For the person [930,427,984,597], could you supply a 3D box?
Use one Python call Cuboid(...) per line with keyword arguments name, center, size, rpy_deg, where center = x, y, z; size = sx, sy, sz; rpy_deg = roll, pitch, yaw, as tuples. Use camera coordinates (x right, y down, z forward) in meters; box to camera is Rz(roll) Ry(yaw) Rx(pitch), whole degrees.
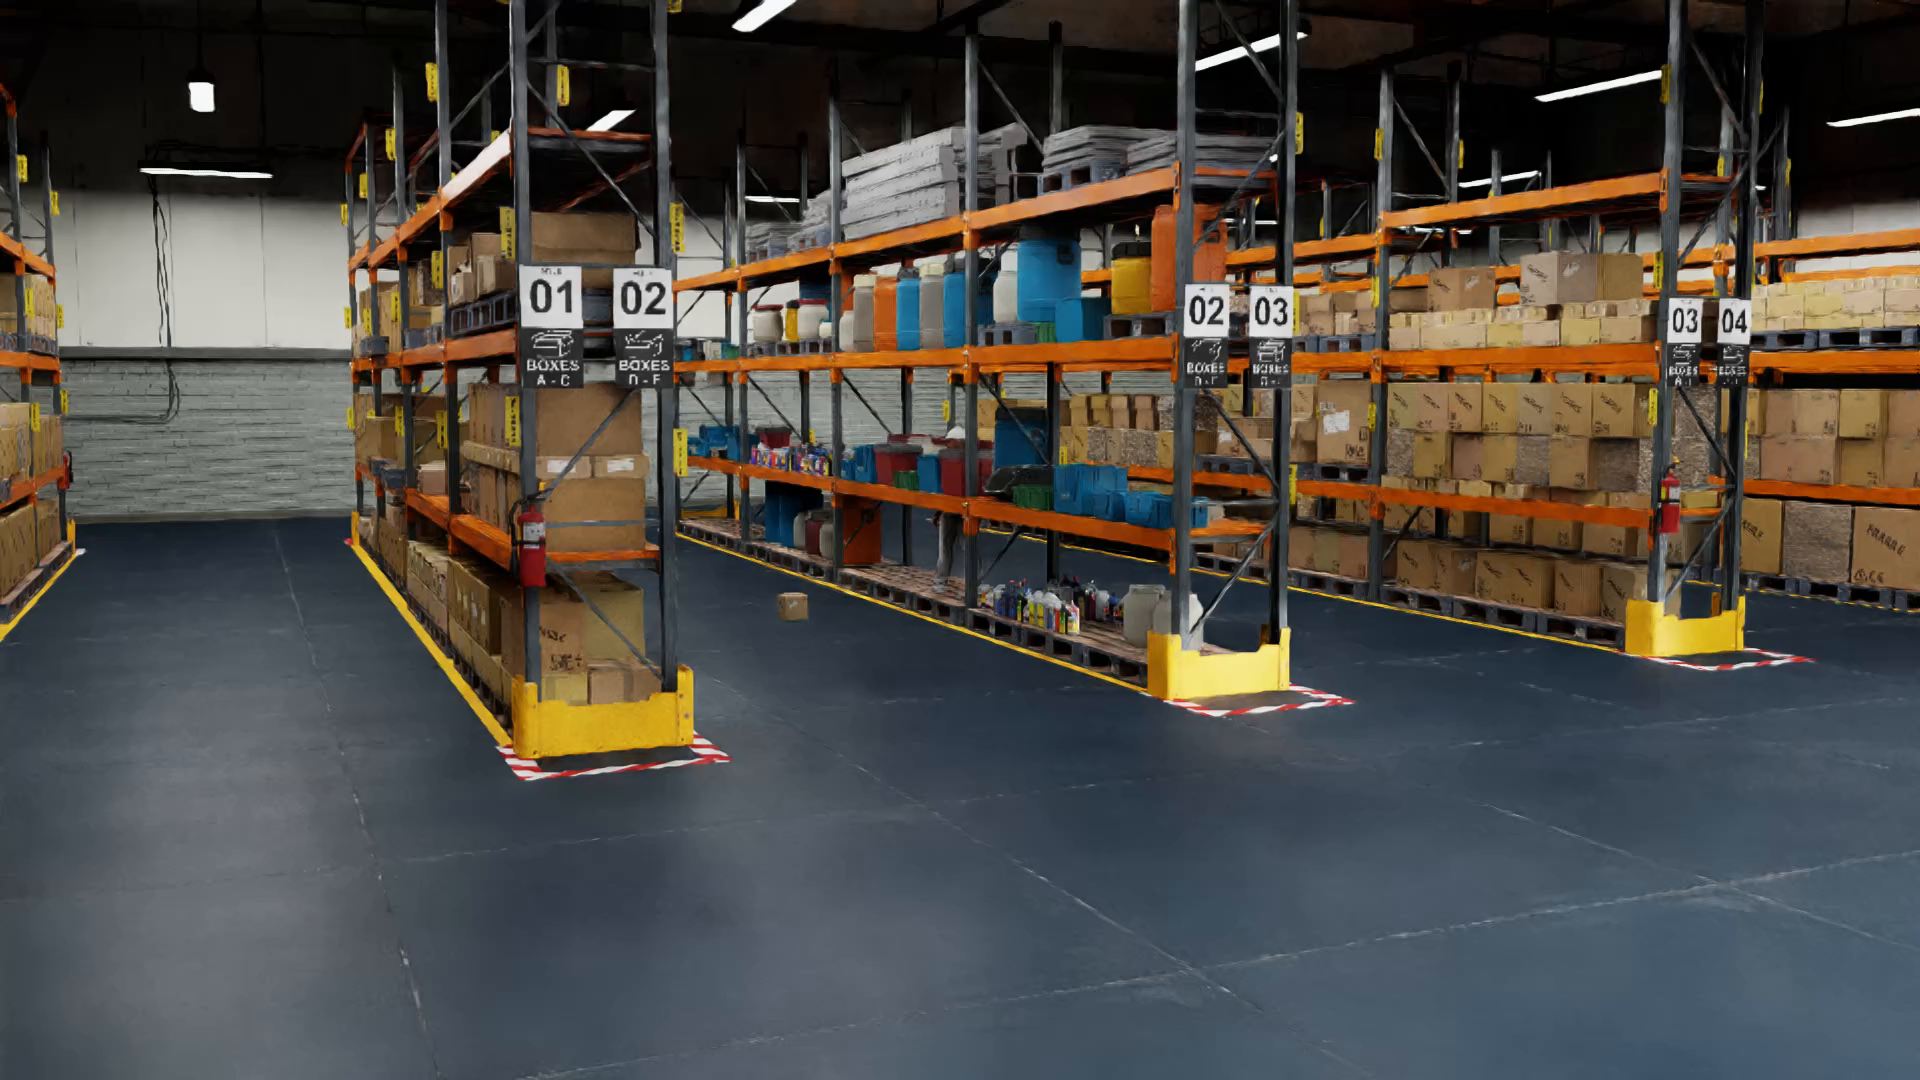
Cuboid(name="person", center=(-0.040, -0.293, 17.368), size=(0.497, 1.764, 0.651), rpy_deg=(-3, 6, -29))
